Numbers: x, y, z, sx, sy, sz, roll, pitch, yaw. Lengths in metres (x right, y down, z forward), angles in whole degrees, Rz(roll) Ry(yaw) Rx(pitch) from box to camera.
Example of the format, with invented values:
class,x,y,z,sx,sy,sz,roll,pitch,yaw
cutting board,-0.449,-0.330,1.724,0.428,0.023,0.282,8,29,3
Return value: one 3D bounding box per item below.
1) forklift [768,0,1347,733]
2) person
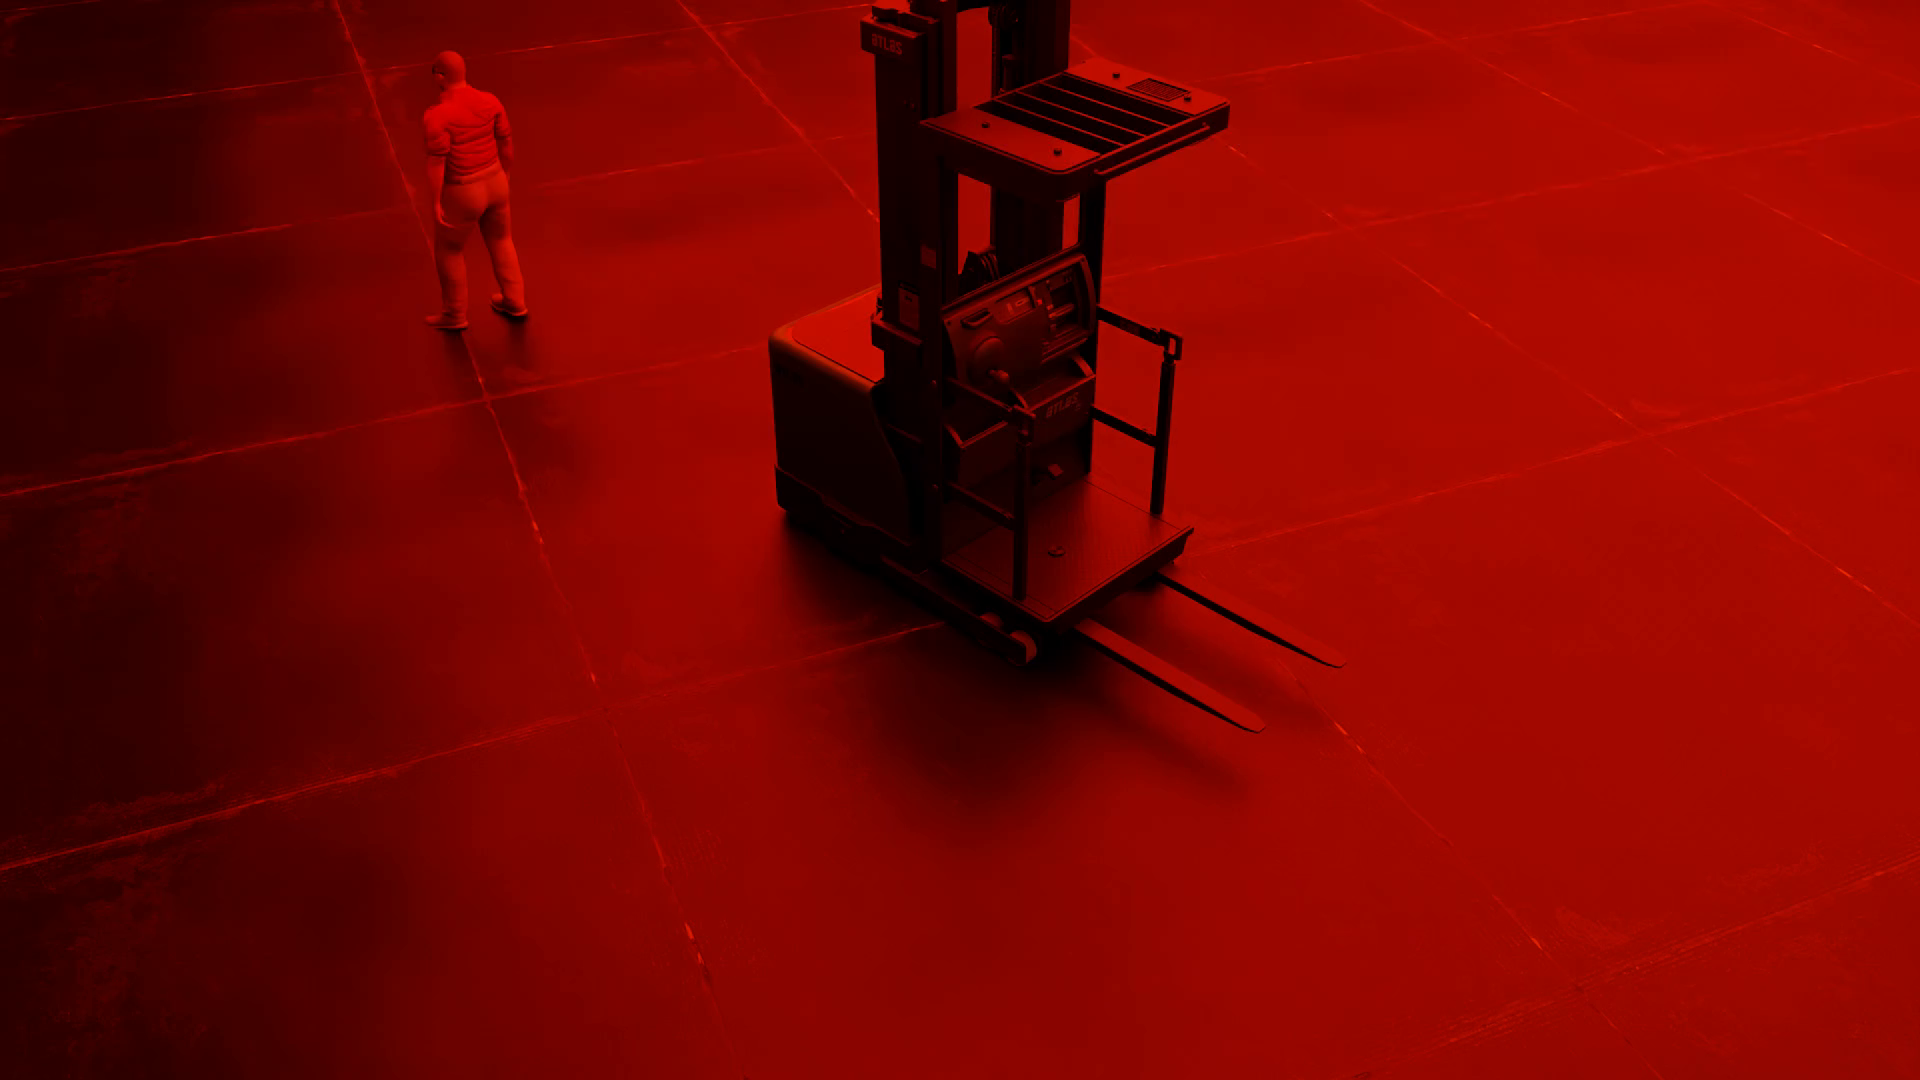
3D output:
class,x,y,z,sx,sy,sz,roll,pitch,yaw
forklift,0.432,-0.946,7.429,3.031,2.935,1.130,30,45,35
person,-3.042,-2.140,10.169,0.469,1.745,0.677,26,43,31
